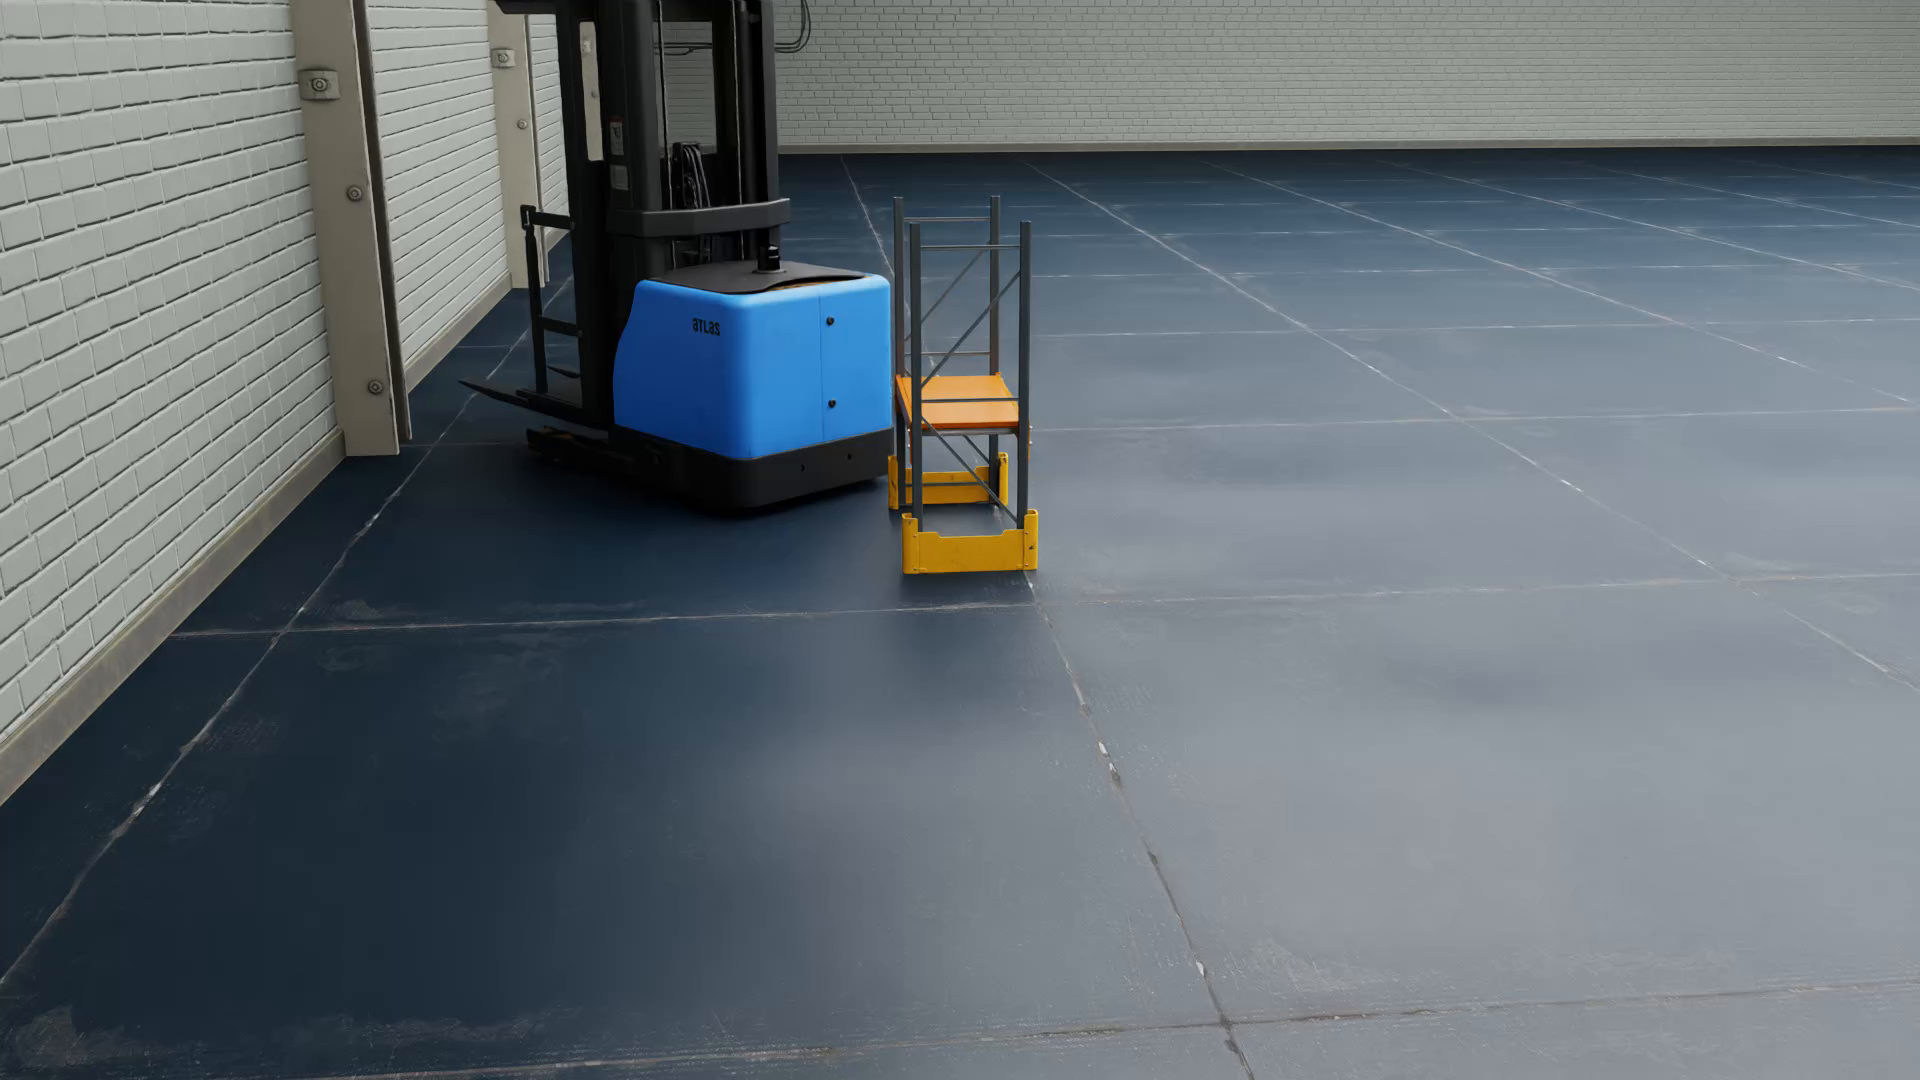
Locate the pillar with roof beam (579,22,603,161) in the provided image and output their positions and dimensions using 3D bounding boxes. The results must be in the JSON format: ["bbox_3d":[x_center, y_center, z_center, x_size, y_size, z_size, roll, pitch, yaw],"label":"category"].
[{"bbox_3d":[-0.235,-8.526,19.813,9.100,9.000,0.400,-2,18,-6],"label":"pillar with roof beam"}]

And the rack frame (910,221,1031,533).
[{"bbox_3d":[0.044,-0.590,7.051,0.500,1.500,0.032,-2,18,-6],"label":"rack frame"}]

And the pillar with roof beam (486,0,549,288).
[{"bbox_3d":[0.384,-6.739,14.119,9.100,9.000,0.400,-2,18,-6],"label":"pillar with roof beam"}]

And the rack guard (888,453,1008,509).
[{"bbox_3d":[-0.059,-0.290,8.185,0.587,0.250,0.087,-2,18,-6],"label":"rack guard"}]

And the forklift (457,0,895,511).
[{"bbox_3d":[-1.726,-1.900,8.837,1.130,2.935,3.031,-17,24,-42],"label":"forklift"}]

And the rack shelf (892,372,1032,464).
[{"bbox_3d":[-0.009,-0.569,7.587,0.538,0.185,1.000,-2,18,-6],"label":"rack shelf"}]

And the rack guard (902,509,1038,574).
[{"bbox_3d":[0.043,0.006,7.239,0.587,0.250,0.087,-2,18,-6],"label":"rack guard"}]

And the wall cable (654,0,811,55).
[{"bbox_3d":[-4.124,-9.618,28.474,3.097,2.526,0.112,-2,18,-6],"label":"wall cable"}]

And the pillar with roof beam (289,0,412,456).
[{"bbox_3d":[1.003,-4.951,8.425,9.100,9.000,0.400,-2,18,-6],"label":"pillar with roof beam"}]

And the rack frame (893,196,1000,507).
[{"bbox_3d":[-0.061,-0.892,8.016,0.500,1.500,0.032,-2,18,-6],"label":"rack frame"}]

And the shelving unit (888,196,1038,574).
[{"bbox_3d":[-0.008,-0.738,7.525,0.587,1.500,1.083,-2,18,-6],"label":"shelving unit"}]
